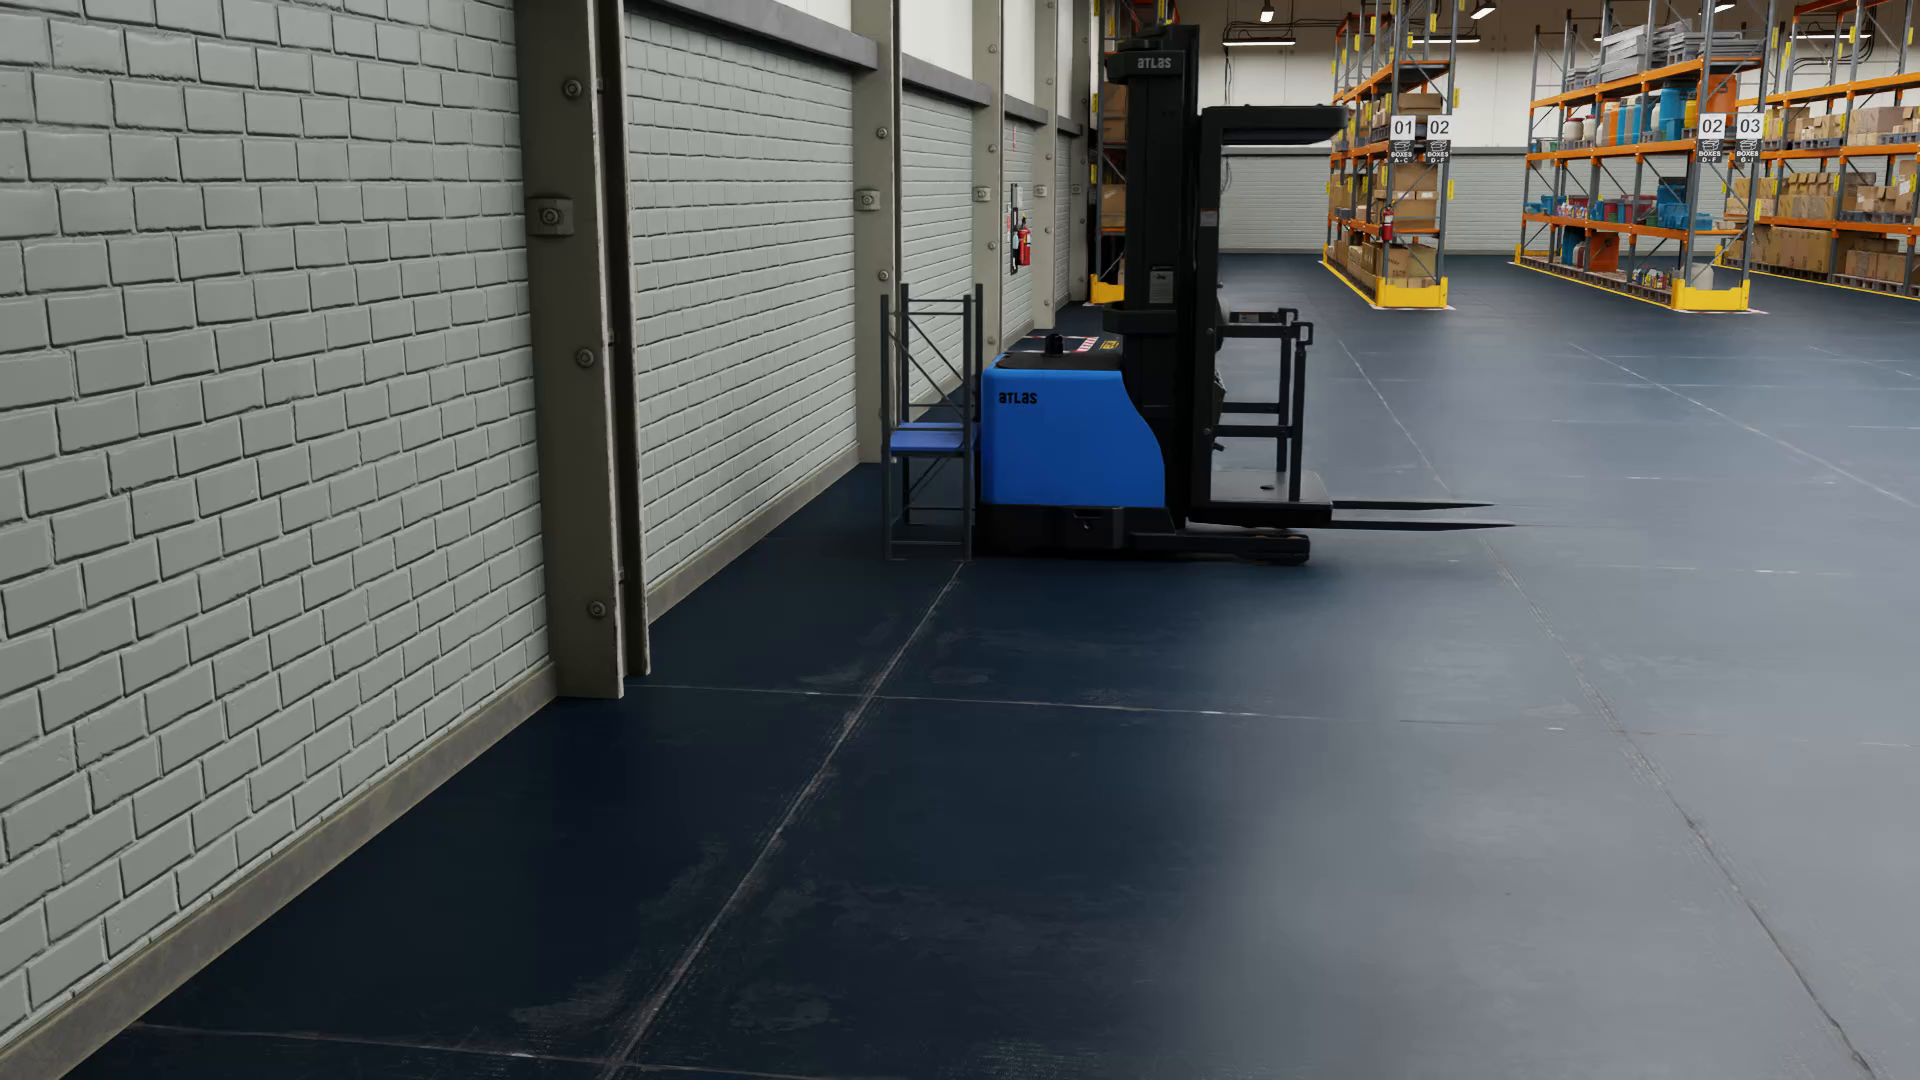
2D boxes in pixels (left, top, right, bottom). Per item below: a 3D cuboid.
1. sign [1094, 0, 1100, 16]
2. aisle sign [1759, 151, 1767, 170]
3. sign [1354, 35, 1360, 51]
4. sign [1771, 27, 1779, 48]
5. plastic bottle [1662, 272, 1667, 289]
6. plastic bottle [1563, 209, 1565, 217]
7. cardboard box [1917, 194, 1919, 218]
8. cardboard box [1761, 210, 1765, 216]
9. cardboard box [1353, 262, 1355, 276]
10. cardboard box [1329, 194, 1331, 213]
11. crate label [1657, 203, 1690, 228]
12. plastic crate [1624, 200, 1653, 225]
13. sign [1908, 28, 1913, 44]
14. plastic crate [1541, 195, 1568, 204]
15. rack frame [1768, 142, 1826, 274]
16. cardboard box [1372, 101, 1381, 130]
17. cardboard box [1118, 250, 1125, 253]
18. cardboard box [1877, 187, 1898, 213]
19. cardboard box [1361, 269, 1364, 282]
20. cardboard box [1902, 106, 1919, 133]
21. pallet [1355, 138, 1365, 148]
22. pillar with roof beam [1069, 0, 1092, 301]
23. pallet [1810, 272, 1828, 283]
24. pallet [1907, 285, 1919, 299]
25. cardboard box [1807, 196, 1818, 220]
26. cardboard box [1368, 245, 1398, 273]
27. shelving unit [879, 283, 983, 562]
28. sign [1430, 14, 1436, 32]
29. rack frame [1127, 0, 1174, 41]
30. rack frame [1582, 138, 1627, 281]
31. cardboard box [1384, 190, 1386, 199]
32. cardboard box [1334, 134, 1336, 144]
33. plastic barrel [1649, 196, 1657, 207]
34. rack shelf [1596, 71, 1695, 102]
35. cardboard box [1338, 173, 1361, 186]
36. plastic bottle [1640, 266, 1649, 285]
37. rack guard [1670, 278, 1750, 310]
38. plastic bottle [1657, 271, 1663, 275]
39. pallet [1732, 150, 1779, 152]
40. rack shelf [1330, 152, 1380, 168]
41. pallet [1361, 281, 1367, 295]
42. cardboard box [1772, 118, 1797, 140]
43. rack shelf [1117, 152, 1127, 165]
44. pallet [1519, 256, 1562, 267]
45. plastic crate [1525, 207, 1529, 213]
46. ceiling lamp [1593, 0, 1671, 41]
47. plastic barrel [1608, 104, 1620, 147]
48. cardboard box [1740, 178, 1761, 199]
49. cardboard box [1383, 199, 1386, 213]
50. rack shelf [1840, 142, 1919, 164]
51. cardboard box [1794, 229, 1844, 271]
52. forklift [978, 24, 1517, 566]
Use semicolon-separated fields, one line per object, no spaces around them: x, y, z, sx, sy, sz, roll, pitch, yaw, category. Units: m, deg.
2.352;-9.162;28.555;0.100;0.325;0.005;2;12;9;sign
20.349;-9.799;42.170;0.394;0.787;0.004;2;12;9;aisle sign
8.485;-10.623;35.519;0.100;0.325;0.005;2;12;9;sign
13.229;-8.164;27.013;0.100;0.325;0.005;2;12;9;sign
12.707;-4.684;30.013;0.061;0.283;0.133;2;12;9;plastic bottle
13.968;-7.550;38.376;0.097;0.201;0.097;0;12;0;plastic bottle
18.065;-6.127;30.361;0.875;0.500;0.500;2;12;9;cardboard box
19.228;-7.748;39.423;0.380;0.149;0.250;2;12;8;cardboard box
8.423;-5.621;34.485;0.500;0.250;0.500;2;12;10;cardboard box
9.925;-8.809;43.513;0.500;0.500;0.500;2;12;10;cardboard box
12.702;-5.762;29.524;0.502;0.435;0.616;2;12;9;crate label
13.074;-6.327;32.080;0.402;0.464;0.583;2;12;9;plastic crate
19.349;-10.270;33.881;0.100;0.325;0.005;2;12;9;sign
15.280;-8.654;42.803;0.616;0.435;0.499;2;12;9;plastic crate
19.426;-7.690;38.556;1.000;3.000;0.127;2;12;9;rack frame
8.070;-8.039;31.489;0.500;0.500;0.500;3;13;13;cardboard box
3.639;-5.762;34.500;0.700;0.500;0.500;2;12;8;cardboard box
18.371;-6.644;32.462;0.797;0.503;0.637;3;13;14;cardboard box
8.037;-5.121;32.165;0.500;0.250;0.500;2;12;9;cardboard box
18.510;-8.038;31.807;0.797;0.503;0.637;2;12;11;cardboard box
9.007;-8.409;35.220;1.213;0.211;1.003;2;12;11;pallet
6.404;-8.640;28.726;9.100;9.000;0.400;2;12;9;pillar with roof beam
19.007;-5.656;35.736;1.003;0.211;1.213;2;12;9;pallet
18.127;-4.521;30.468;1.003;0.211;1.213;2;12;9;pallet
18.801;-7.229;36.178;0.500;0.500;0.500;1;12;7;cardboard box
7.799;-5.175;30.638;0.500;0.500;0.500;2;12;9;cardboard box
-0.148;-0.721;9.777;0.538;1.500;1.048;1;12;4;shelving unit
8.952;-9.790;31.467;0.100;0.325;0.005;2;12;9;sign
4.128;-10.271;36.294;1.000;3.000;0.127;2;12;9;rack frame
13.917;-7.018;35.437;1.000;3.000;0.127;2;12;9;rack frame
7.861;-6.235;30.028;0.380;0.149;0.250;2;12;10;cardboard box
9.763;-10.175;42.137;0.500;0.250;0.500;2;12;9;cardboard box
13.666;-6.444;32.450;0.433;0.535;0.433;0;12;0;plastic barrel
13.609;-8.987;32.991;1.077;0.370;4.000;2;12;9;rack shelf
9.460;-8.663;40.460;0.500;0.500;0.500;2;12;9;cardboard box
12.739;-4.911;30.906;0.144;0.351;0.185;1;12;6;plastic bottle
12.652;-4.148;28.053;1.175;0.500;0.348;2;12;9;rack guard
12.823;-4.787;30.506;0.152;0.276;0.135;2;12;9;plastic bottle
19.938;-9.791;41.395;1.003;0.211;1.213;2;12;9;pallet
9.946;-9.543;41.741;1.077;0.370;4.000;2;12;9;rack shelf
8.244;-4.819;31.853;1.003;0.211;1.213;2;12;9;pallet
19.487;-9.624;38.940;0.700;0.500;0.500;1;12;5;cardboard box
3.820;-8.037;34.754;1.077;0.370;4.000;2;12;9;rack shelf
14.982;-7.150;42.667;1.003;0.211;1.213;2;12;9;pallet
14.653;-8.479;42.699;0.250;0.136;0.298;2;12;9;plastic crate
18.049;-14.946;44.131;2.000;3.185;0.800;2;12;9;ceiling lamp
13.476;-8.394;33.683;0.600;0.830;0.708;2;12;9;plastic barrel
19.550;-8.658;40.918;0.500;0.500;0.500;2;12;7;cardboard box
8.113;-5.982;30.392;0.700;0.500;0.500;2;12;10;cardboard box
18.503;-7.556;32.520;1.077;0.370;4.000;2;12;9;rack shelf
19.082;-6.352;36.395;1.225;0.875;0.875;2;12;9;cardboard box
1.660;-1.407;9.564;3.031;2.935;1.130;1;12;6;forklift
